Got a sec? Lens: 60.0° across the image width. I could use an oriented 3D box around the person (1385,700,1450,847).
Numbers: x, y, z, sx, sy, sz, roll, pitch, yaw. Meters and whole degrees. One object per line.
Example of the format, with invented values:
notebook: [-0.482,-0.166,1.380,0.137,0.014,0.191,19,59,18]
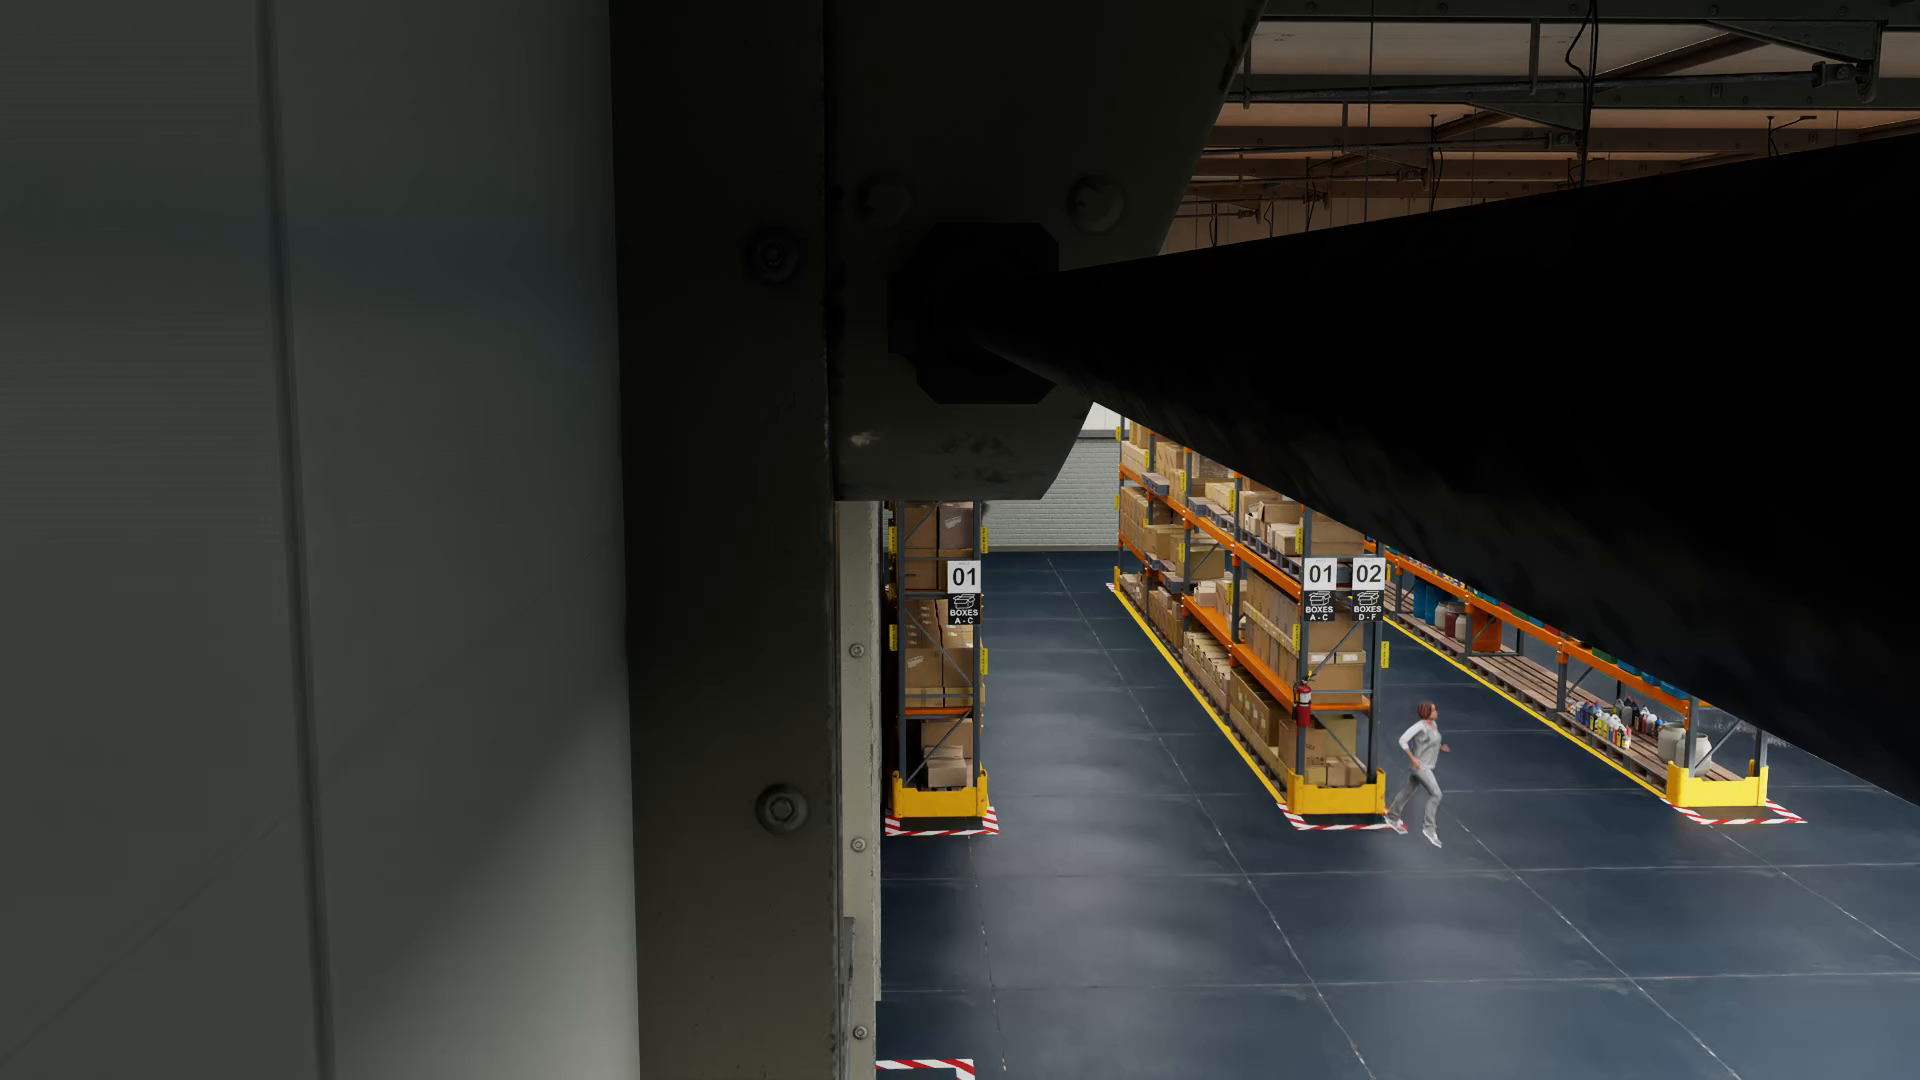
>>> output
person: [5.228,2.632,18.982,0.695,1.622,0.530,4,9,28]
